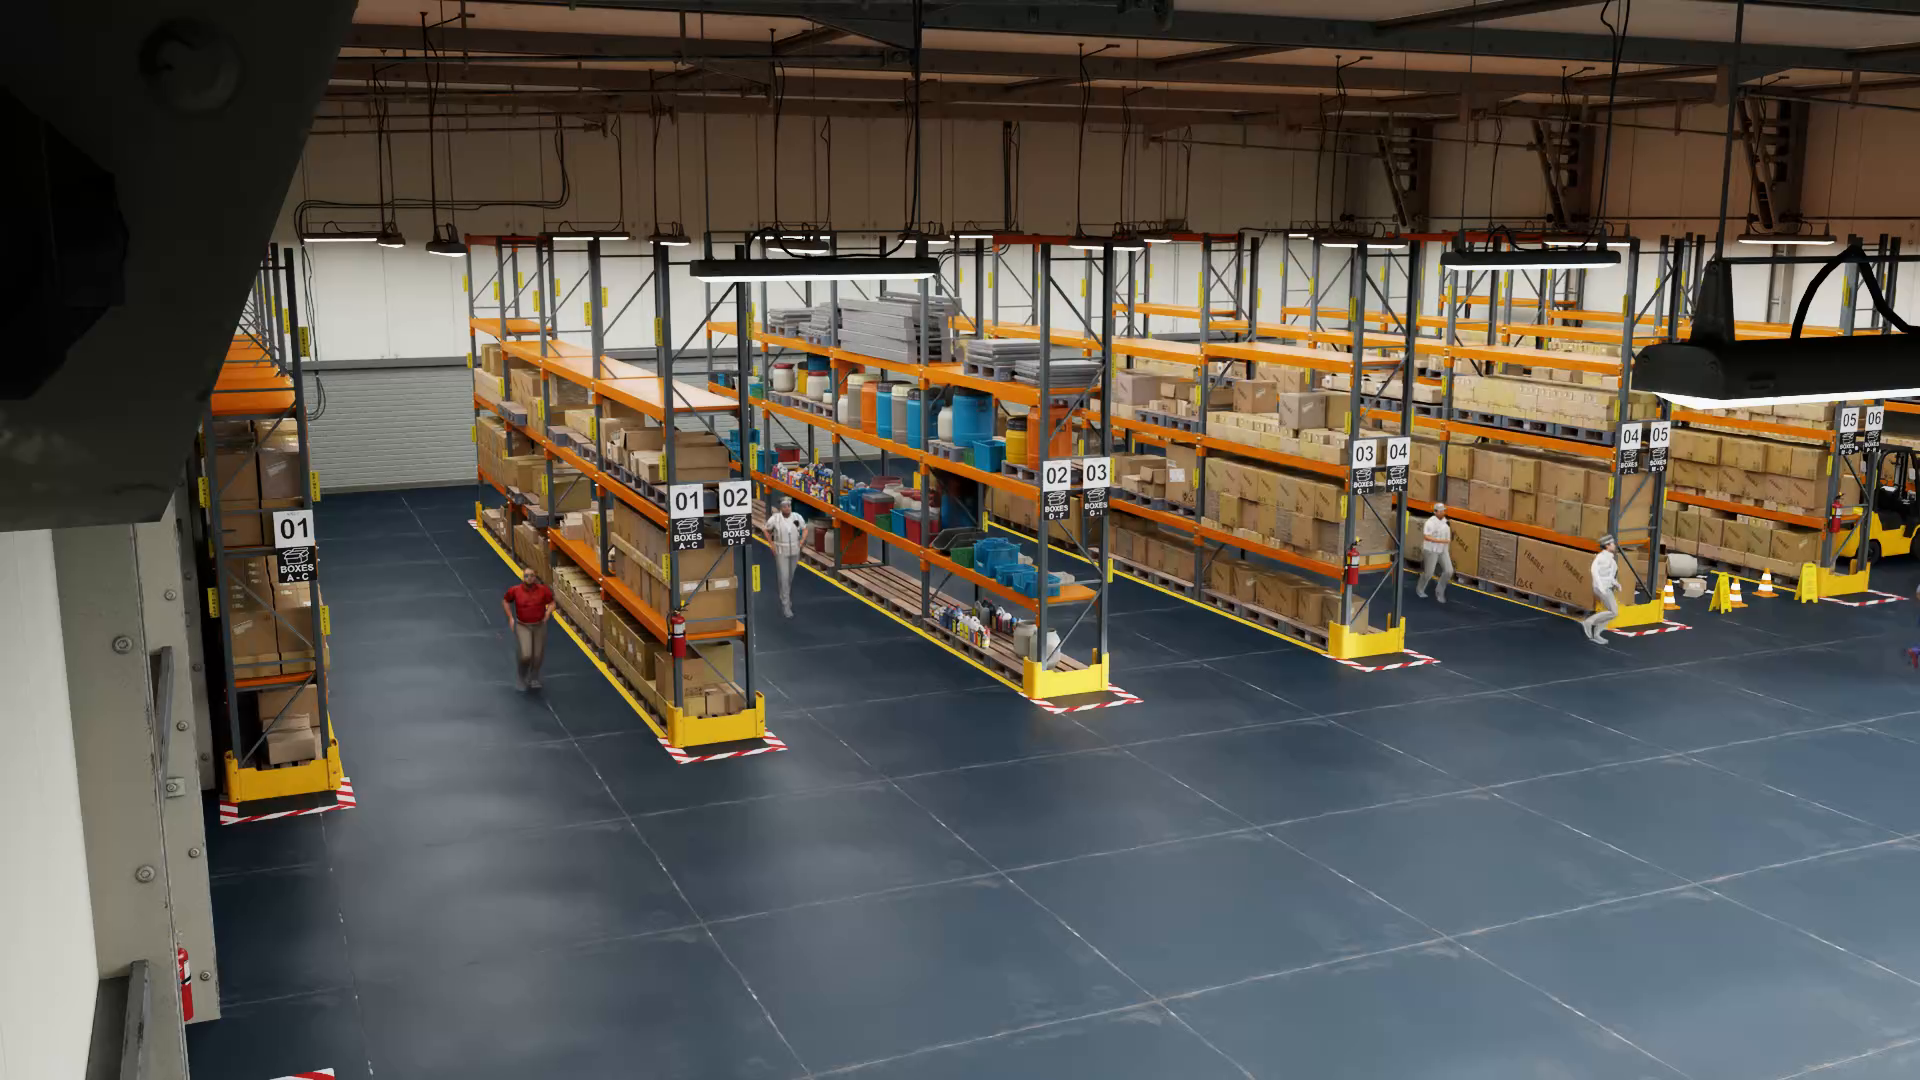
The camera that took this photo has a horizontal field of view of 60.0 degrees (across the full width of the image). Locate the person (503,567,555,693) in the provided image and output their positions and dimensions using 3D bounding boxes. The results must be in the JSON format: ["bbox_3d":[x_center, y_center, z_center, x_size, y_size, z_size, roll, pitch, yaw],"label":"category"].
[{"bbox_3d":[-5.758,1.220,22.391,0.661,1.729,0.677,-5,12,-25],"label":"person"}]

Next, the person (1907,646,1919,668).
[{"bbox_3d":[13.542,1.132,23.157,0.596,1.611,0.590,3,11,15],"label":"person"}]

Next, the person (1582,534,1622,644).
[{"bbox_3d":[9.734,0.719,25.152,0.505,1.637,0.649,5,12,26],"label":"person"}]

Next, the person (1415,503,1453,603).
[{"bbox_3d":[7.941,0.224,27.711,0.613,1.723,0.711,-6,12,-26],"label":"person"}]

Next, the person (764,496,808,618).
[{"bbox_3d":[-2.696,0.218,25.922,0.675,1.864,0.748,-5,12,-22],"label":"person"}]
